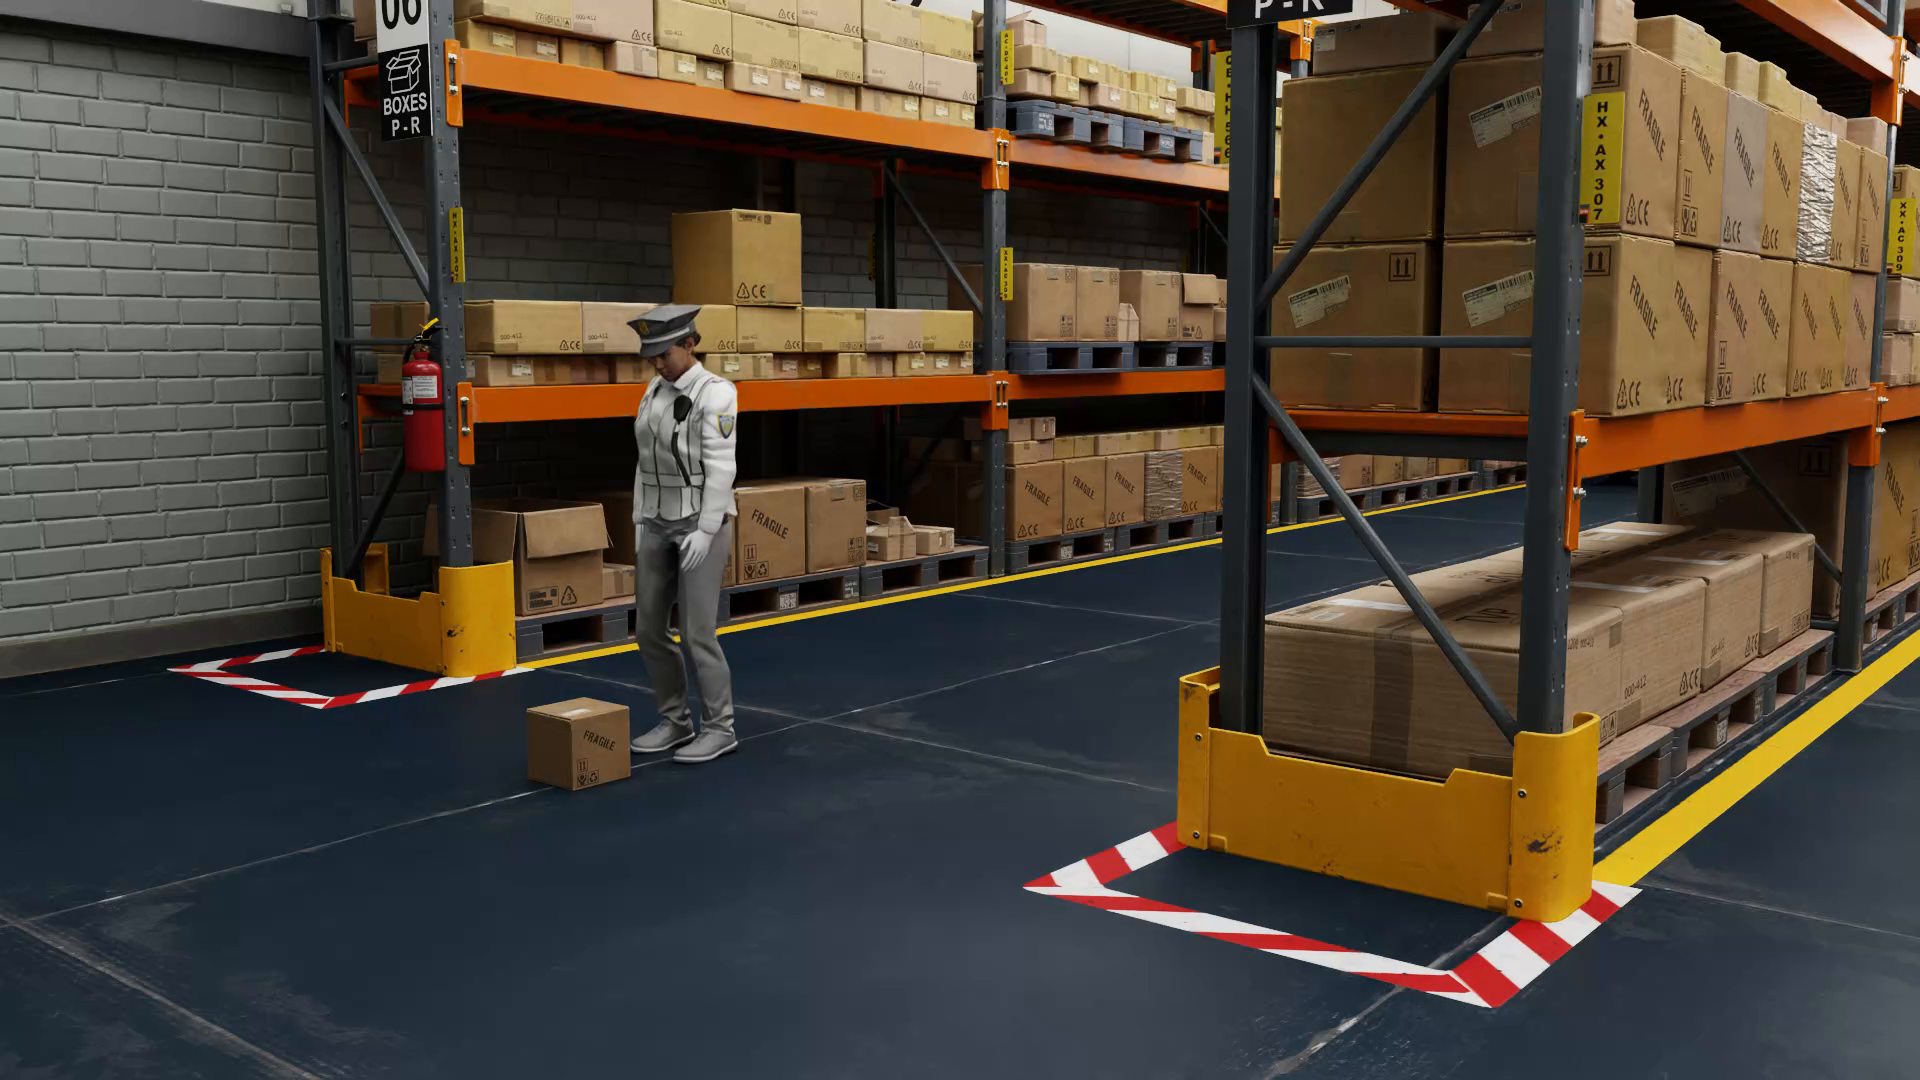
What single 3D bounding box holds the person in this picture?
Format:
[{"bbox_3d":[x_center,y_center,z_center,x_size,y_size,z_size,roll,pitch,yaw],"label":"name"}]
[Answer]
[{"bbox_3d":[-1.011,-0.015,6.037,0.496,1.635,0.424,6,9,40],"label":"person"}]
